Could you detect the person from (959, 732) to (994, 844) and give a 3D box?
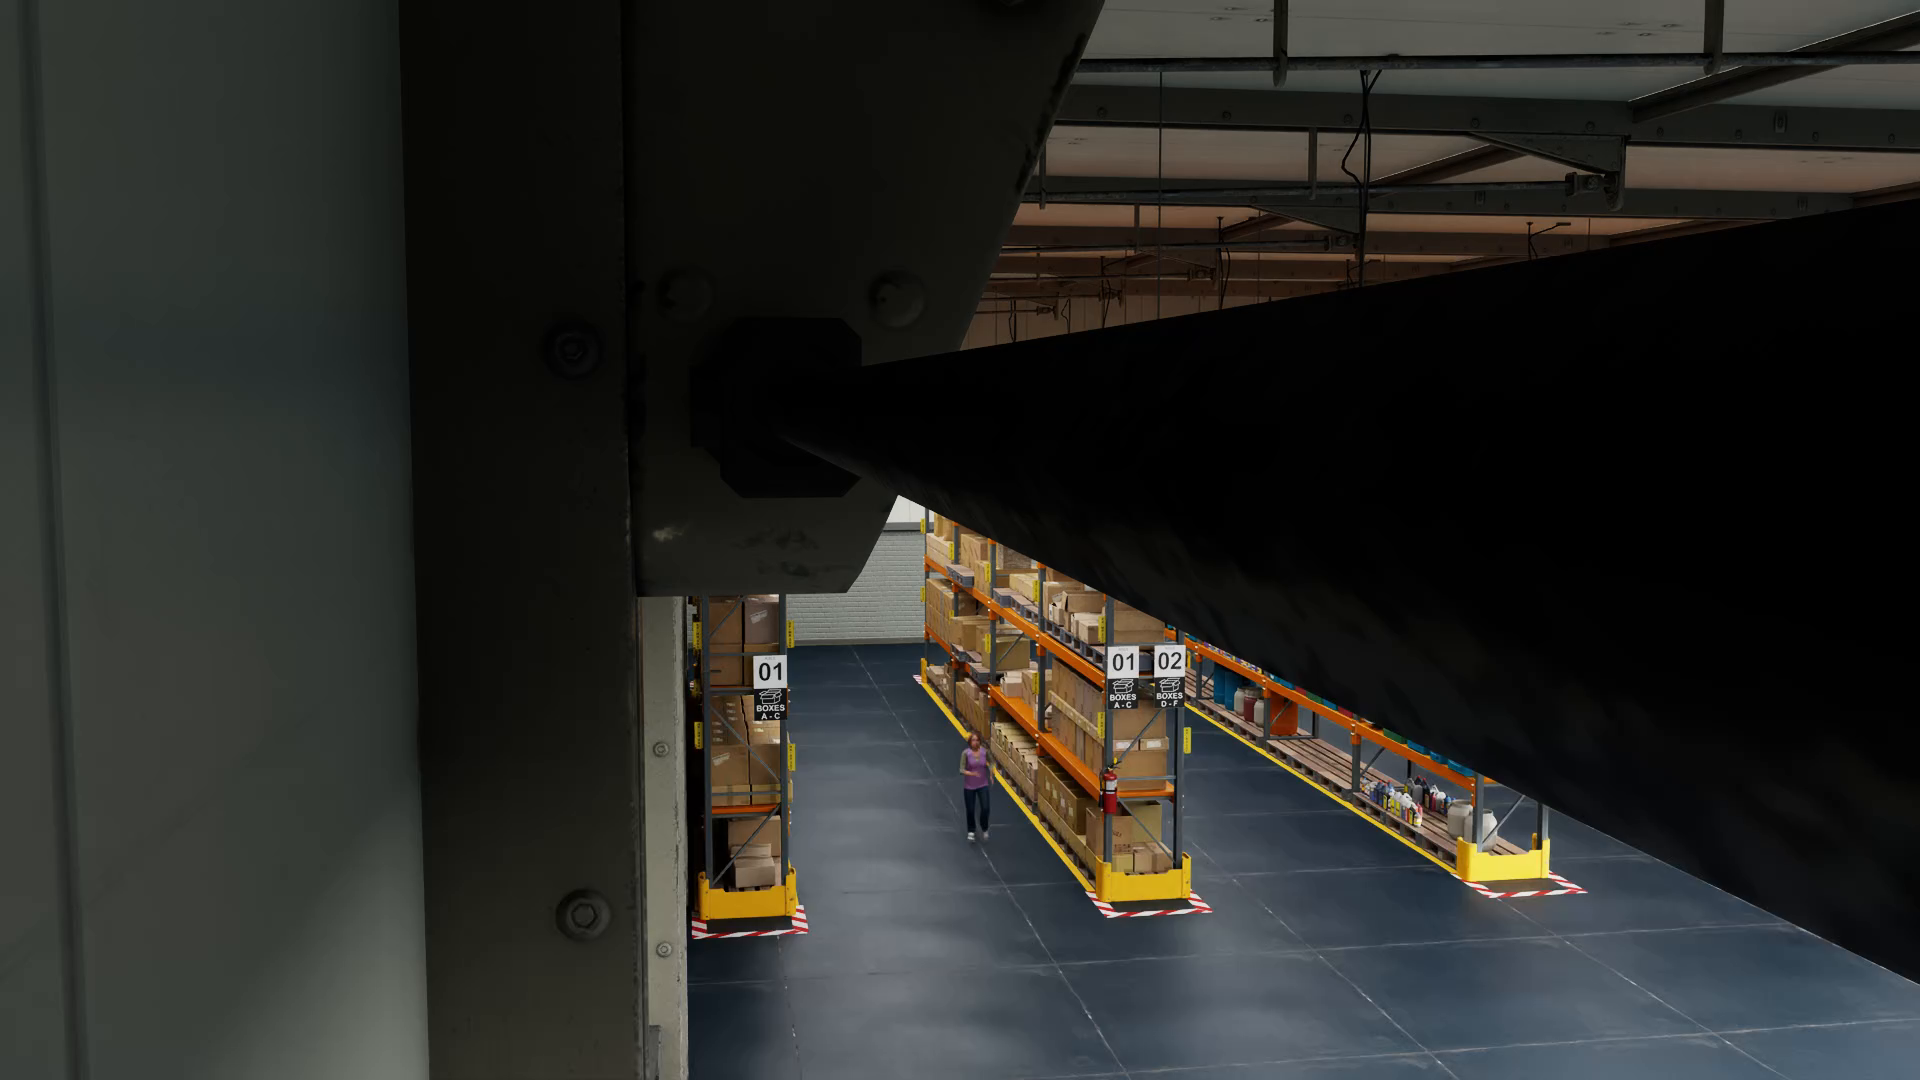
[{"bbox_3d":[0.245,3.486,23.324,0.528,1.581,0.650,-1,5,-6],"label":"person"}]
